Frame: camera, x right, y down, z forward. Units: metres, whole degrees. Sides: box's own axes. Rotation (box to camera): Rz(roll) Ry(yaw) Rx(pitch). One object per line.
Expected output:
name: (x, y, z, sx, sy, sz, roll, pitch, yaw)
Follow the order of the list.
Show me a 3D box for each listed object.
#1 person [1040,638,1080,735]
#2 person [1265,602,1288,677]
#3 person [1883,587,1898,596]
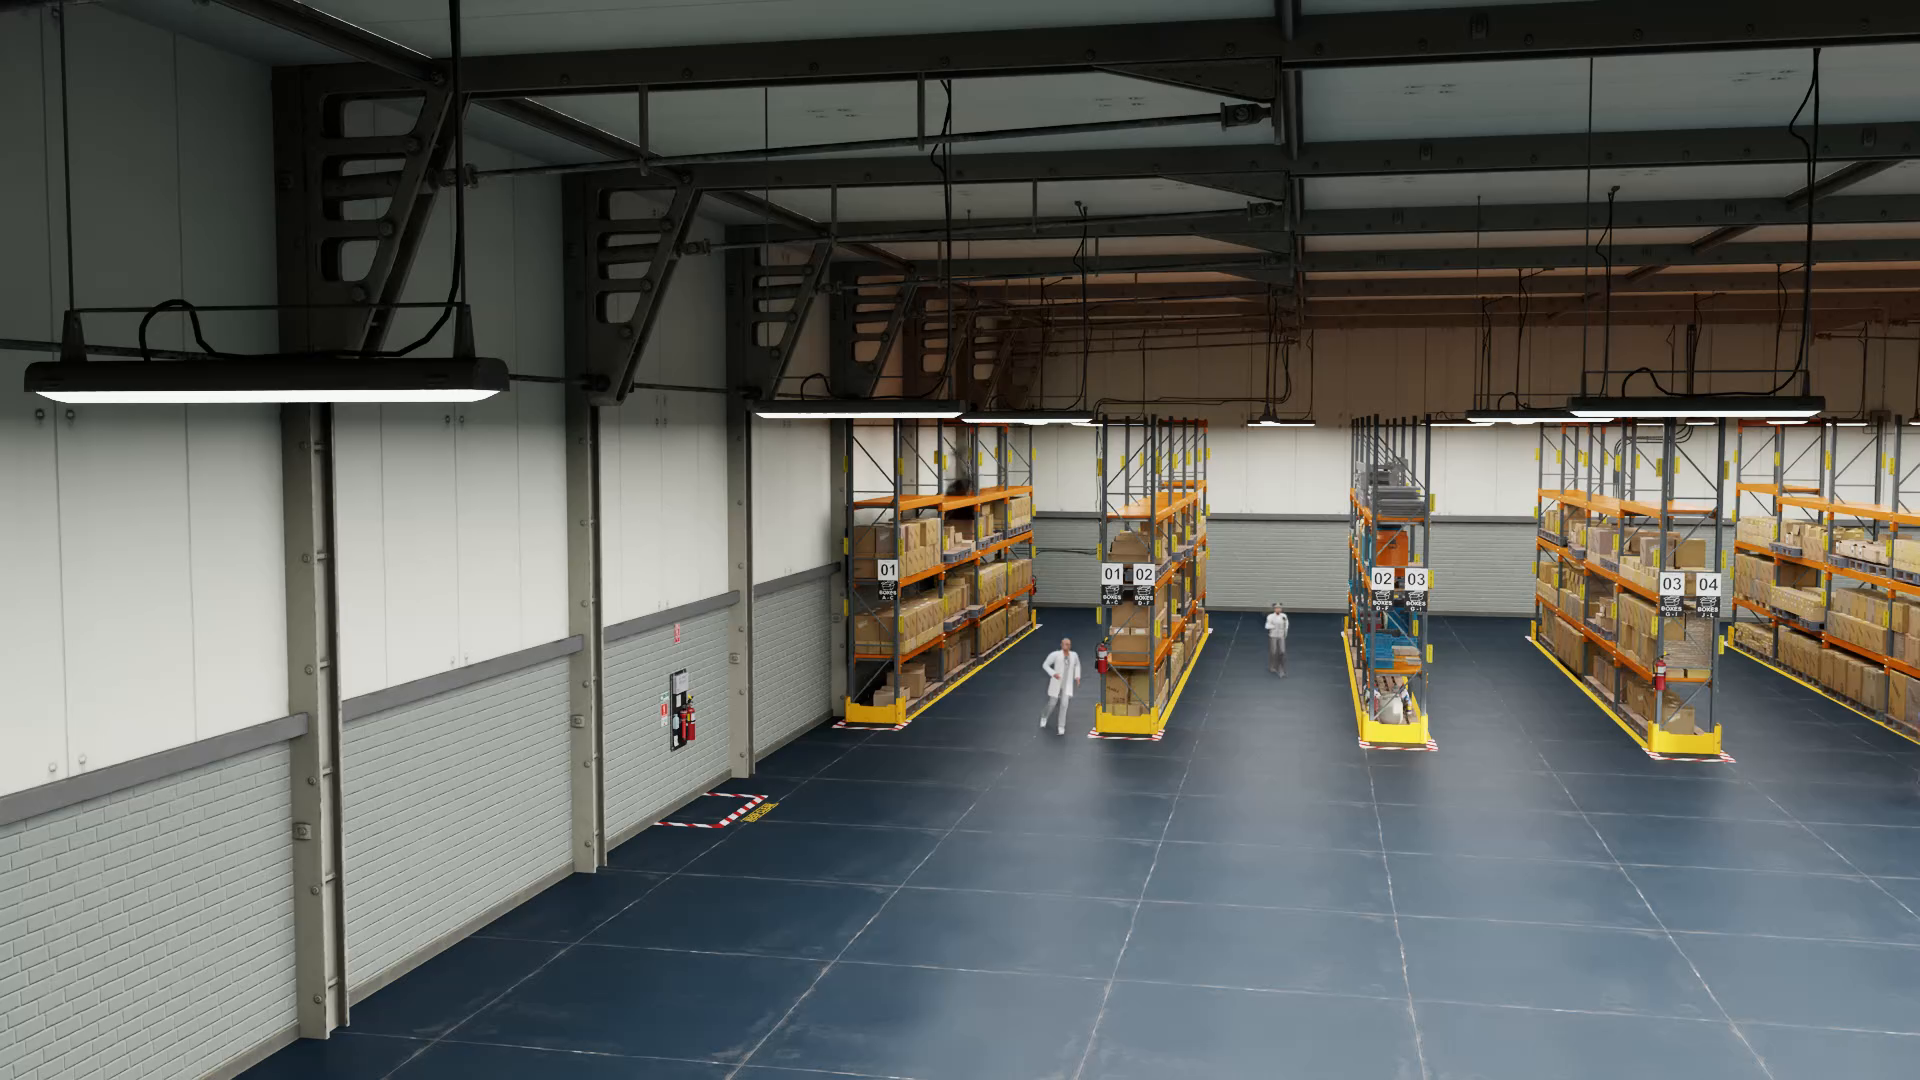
person: (1.952, 2.738, 31.455, 0.769, 1.745, 1.048, -1, 4, -12)
person: (7.395, 2.297, 38.790, 0.557, 1.737, 0.816, 0, 4, 4)
person: (24.833, 1.922, 44.504, 0.962, 1.663, 0.585, 0, 4, 6)
